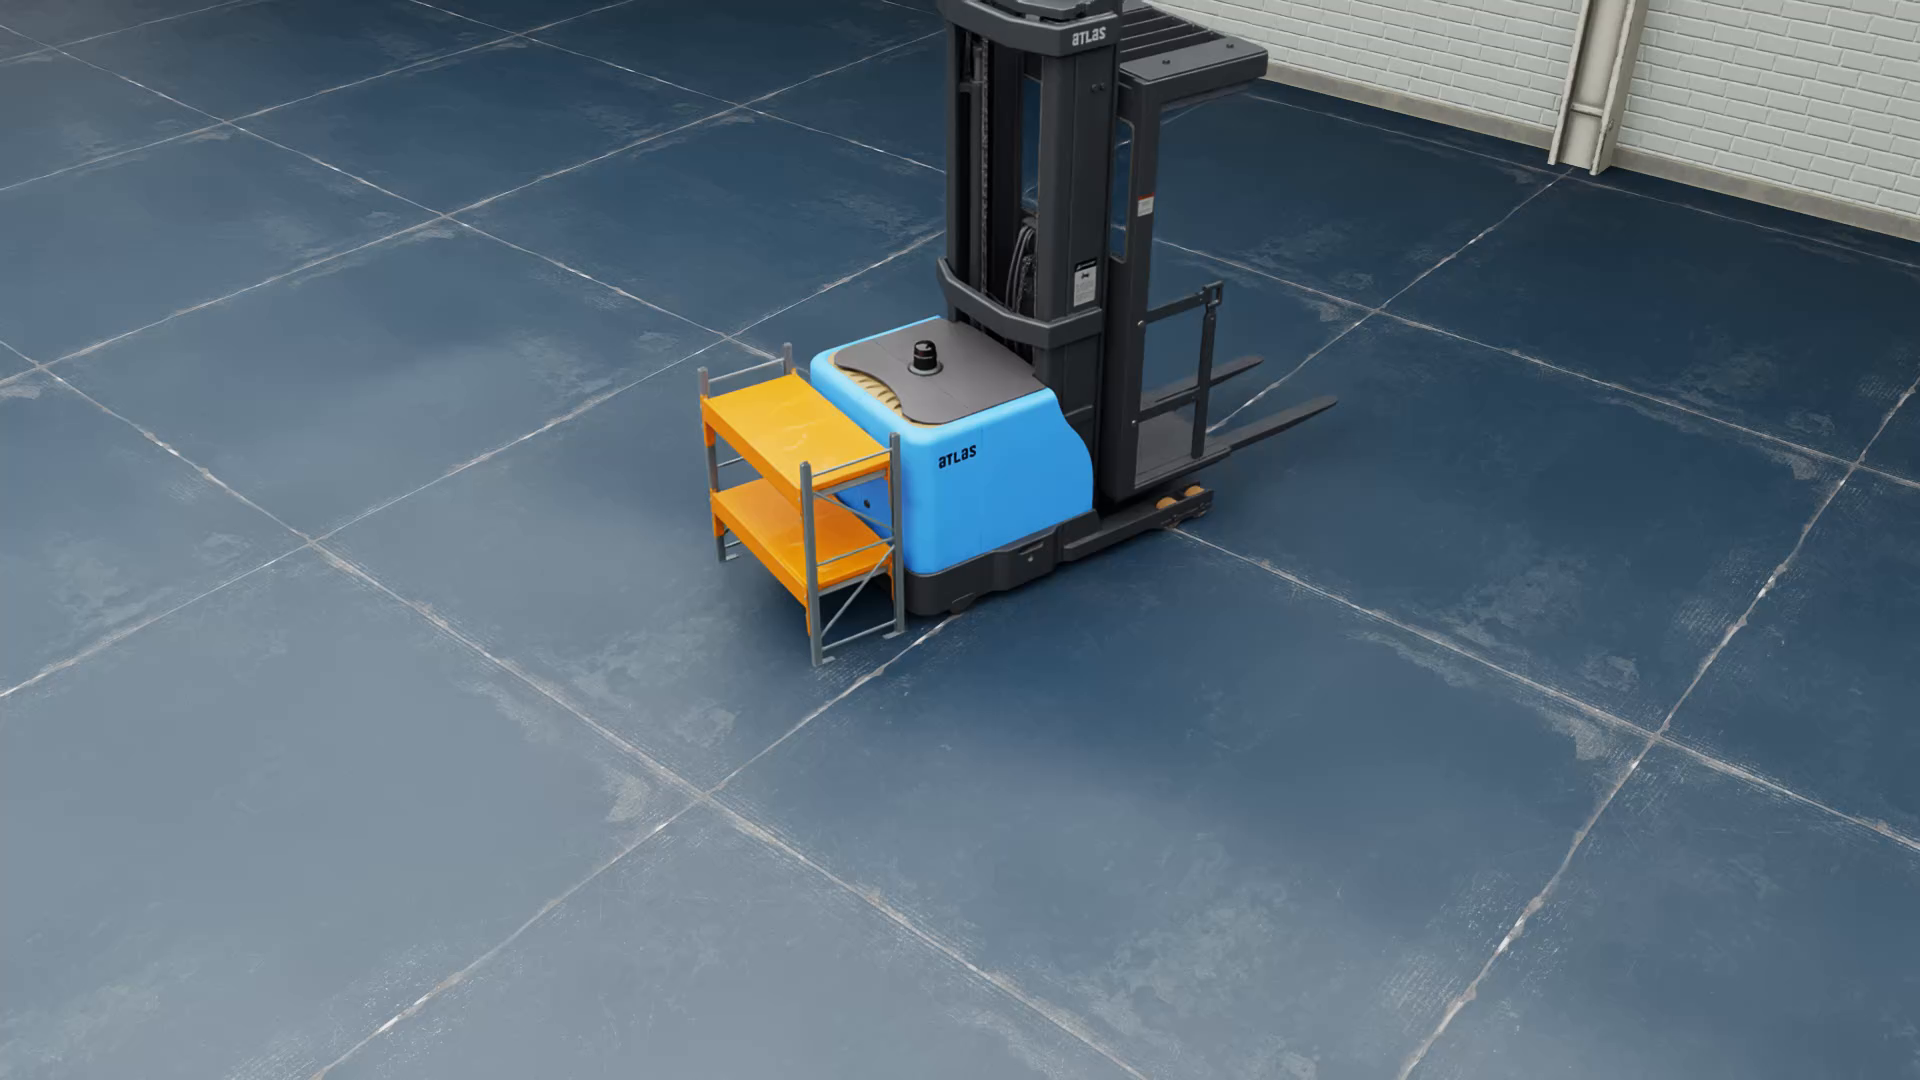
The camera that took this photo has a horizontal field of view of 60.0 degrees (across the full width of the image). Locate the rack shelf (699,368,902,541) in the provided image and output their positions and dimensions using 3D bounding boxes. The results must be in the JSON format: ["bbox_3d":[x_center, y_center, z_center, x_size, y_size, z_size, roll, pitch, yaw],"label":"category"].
[{"bbox_3d":[-0.763,-0.425,7.858,0.538,0.278,1.000,-20,39,-27],"label":"rack shelf"}]

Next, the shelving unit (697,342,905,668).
[{"bbox_3d":[-0.763,-0.184,8.024,0.538,1.125,1.048,-20,39,-27],"label":"shelving unit"}]

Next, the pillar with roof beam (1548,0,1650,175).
[{"bbox_3d":[2.109,-4.792,7.778,0.400,9.000,9.100,25,42,32],"label":"pillar with roof beam"}]

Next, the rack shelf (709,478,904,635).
[{"bbox_3d":[-0.763,0.018,8.162,0.538,0.278,1.000,-20,39,-27],"label":"rack shelf"}]

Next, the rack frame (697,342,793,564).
[{"bbox_3d":[-1.042,-0.425,8.375,0.500,1.125,0.032,-20,39,-27],"label":"rack frame"}]

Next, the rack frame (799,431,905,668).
[{"bbox_3d":[-0.485,0.057,7.673,0.500,1.125,0.032,-20,39,-27],"label":"rack frame"}]

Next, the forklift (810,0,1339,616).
[{"bbox_3d":[0.746,-1.491,8.332,3.031,2.935,1.130,-22,40,-28],"label":"forklift"}]
